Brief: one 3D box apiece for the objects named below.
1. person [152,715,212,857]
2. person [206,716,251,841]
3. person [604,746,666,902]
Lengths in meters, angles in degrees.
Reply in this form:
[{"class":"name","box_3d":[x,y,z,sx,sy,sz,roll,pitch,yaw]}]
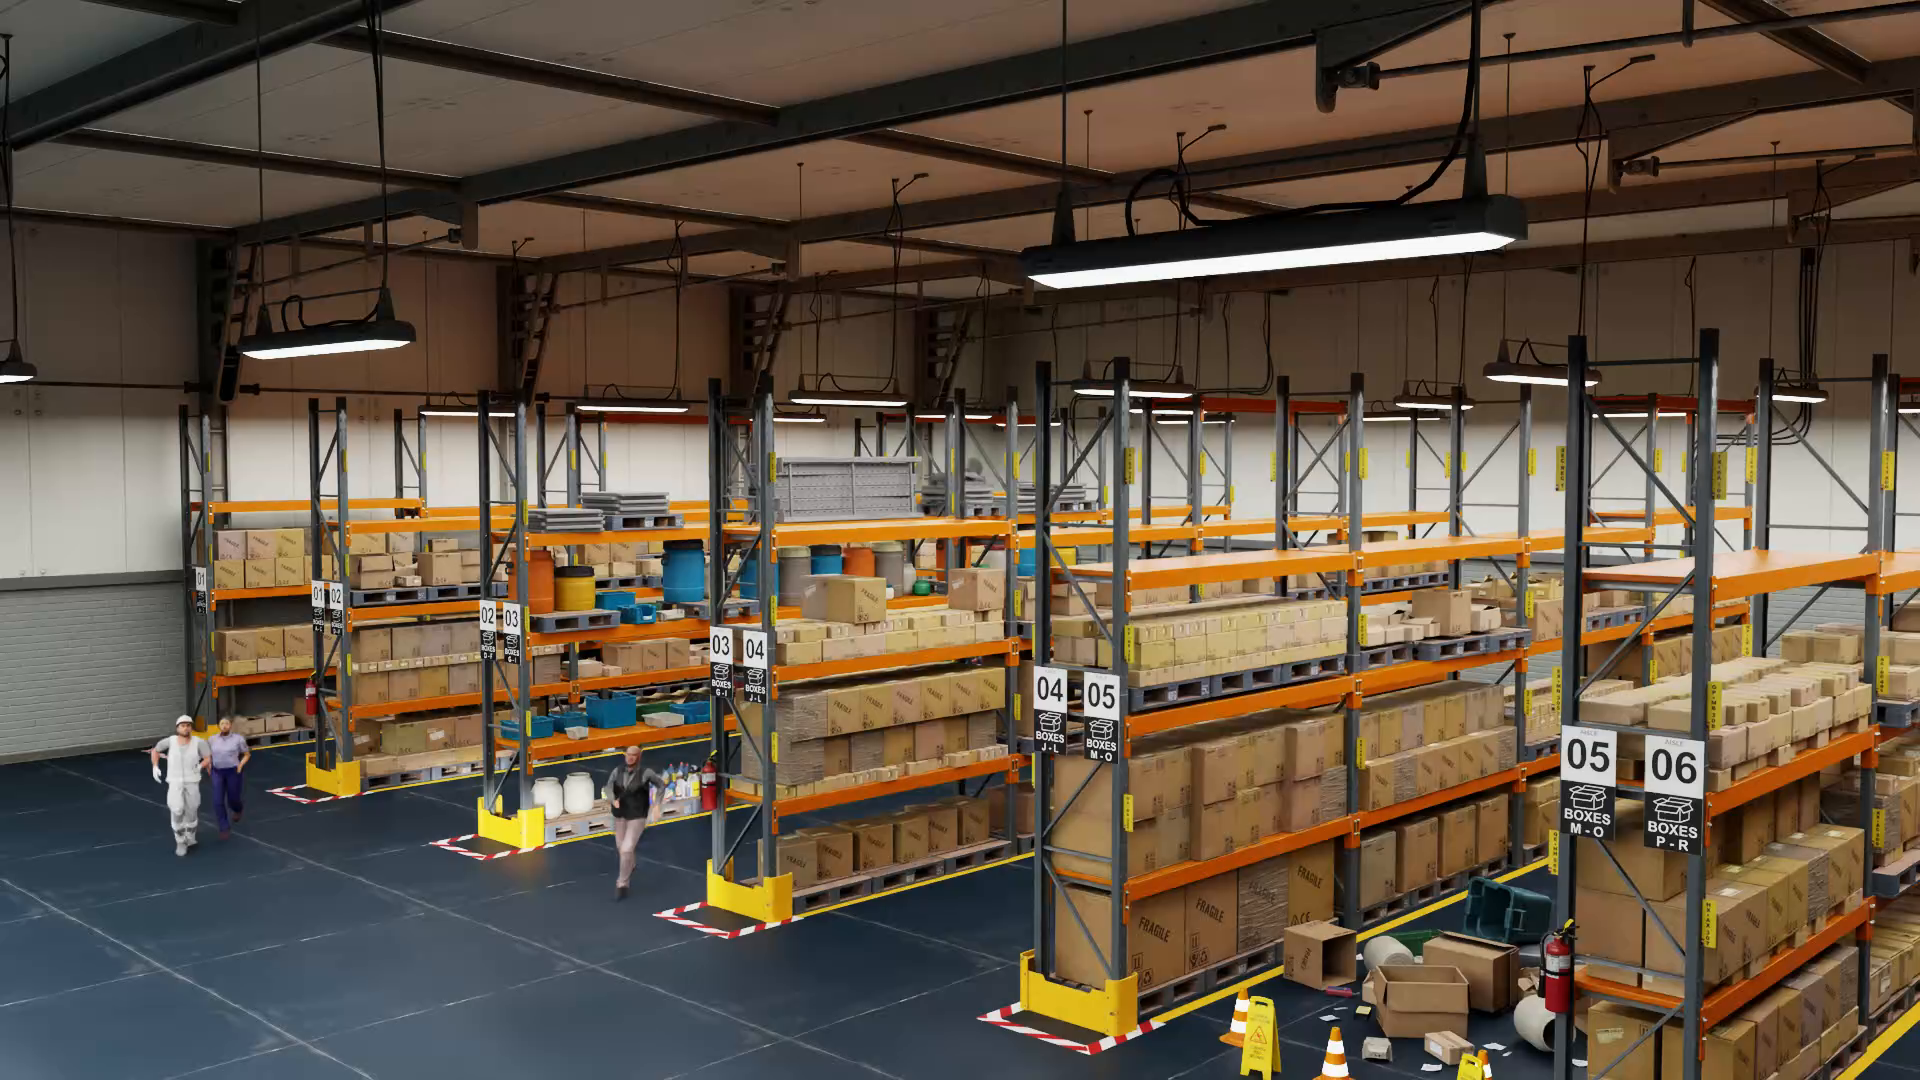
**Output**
[{"class":"person","box_3d":[-9.994,3.143,21.376,0.690,1.800,0.819,-2,3,-28]},{"class":"person","box_3d":[-9.907,3.188,22.459,0.607,1.635,0.746,-1,3,-15]},{"class":"person","box_3d":[-3.832,3.279,19.496,0.690,1.757,0.853,1,3,14]}]
